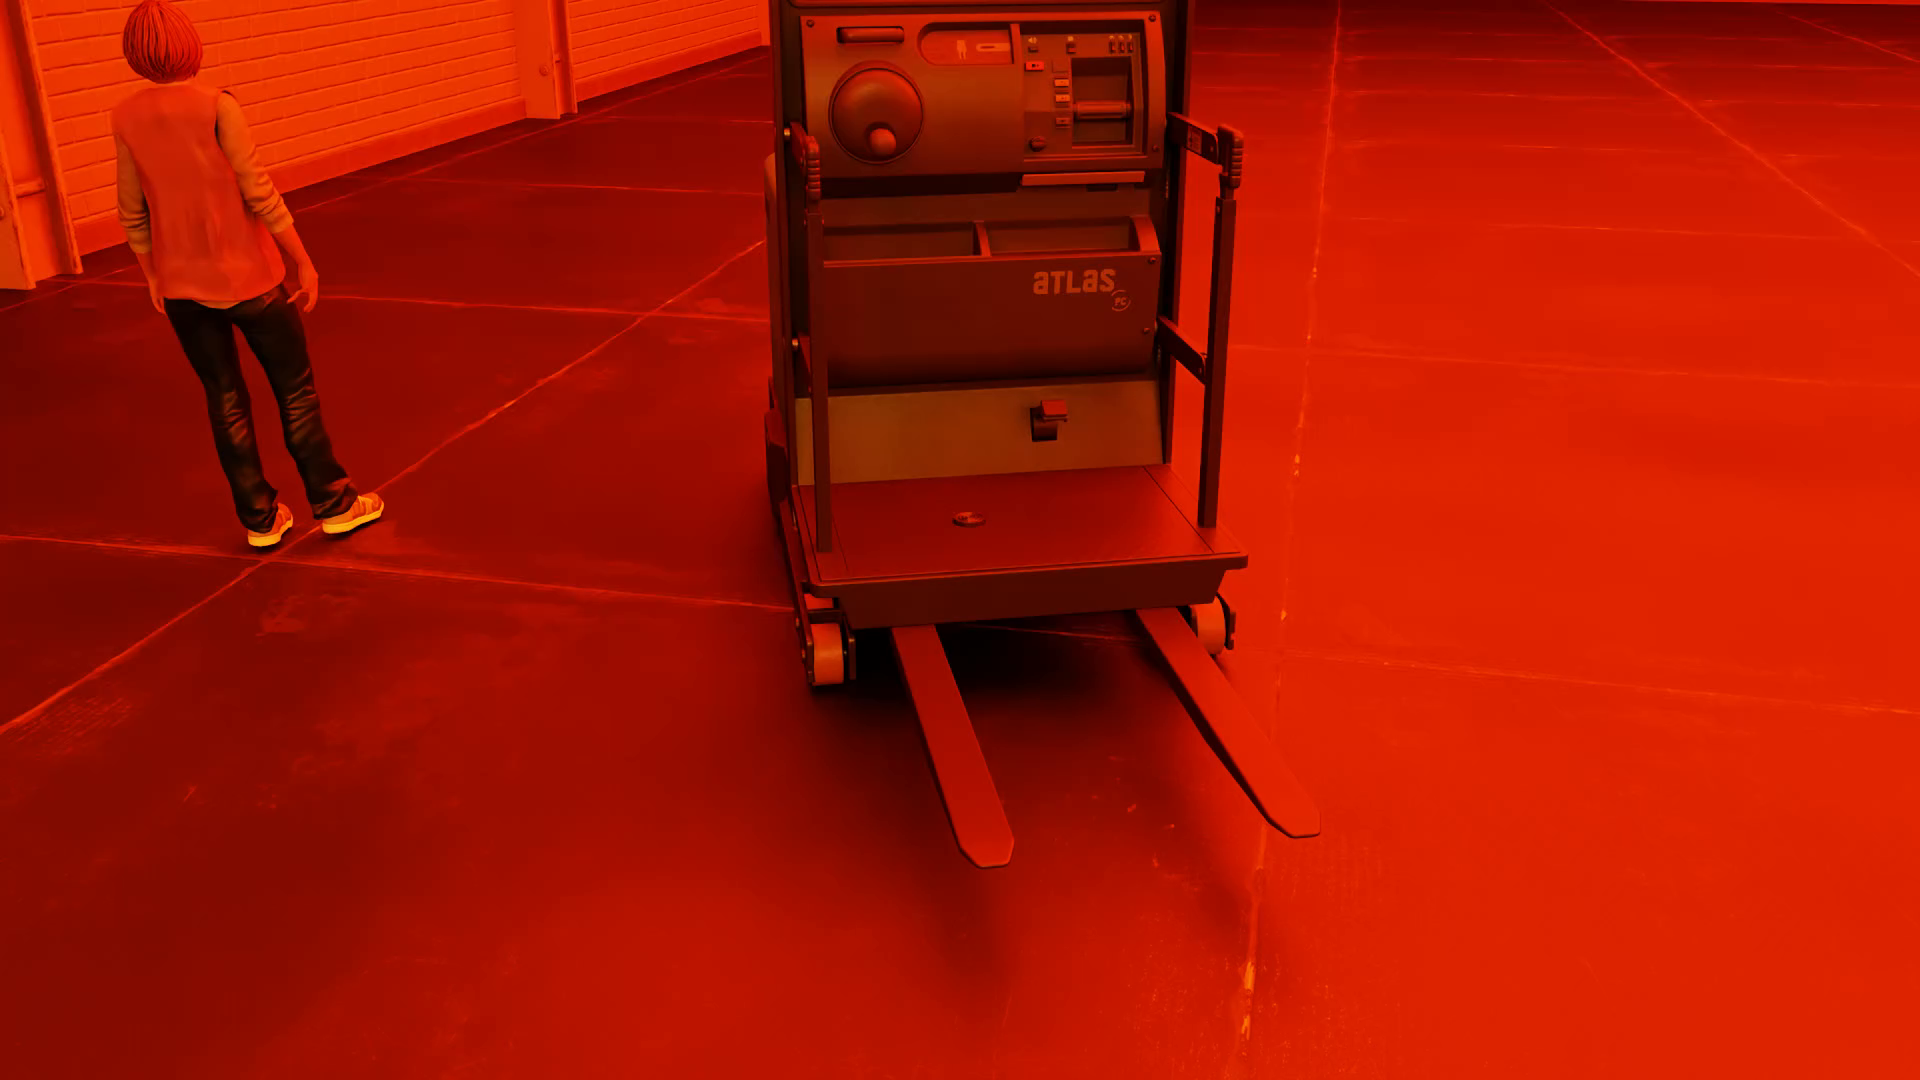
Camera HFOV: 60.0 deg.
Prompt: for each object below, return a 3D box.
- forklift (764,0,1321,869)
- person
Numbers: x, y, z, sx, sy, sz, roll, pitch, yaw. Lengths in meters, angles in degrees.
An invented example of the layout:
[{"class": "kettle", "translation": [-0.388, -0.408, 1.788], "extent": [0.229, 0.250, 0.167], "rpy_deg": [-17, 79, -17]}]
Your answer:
[{"class": "forklift", "translation": [0.104, -1.131, 4.040], "extent": [1.130, 2.935, 3.031], "rpy_deg": [-4, 22, -9]}, {"class": "person", "translation": [-2.109, -0.755, 4.865], "extent": [0.520, 1.600, 0.473], "rpy_deg": [1, 22, 2]}]
